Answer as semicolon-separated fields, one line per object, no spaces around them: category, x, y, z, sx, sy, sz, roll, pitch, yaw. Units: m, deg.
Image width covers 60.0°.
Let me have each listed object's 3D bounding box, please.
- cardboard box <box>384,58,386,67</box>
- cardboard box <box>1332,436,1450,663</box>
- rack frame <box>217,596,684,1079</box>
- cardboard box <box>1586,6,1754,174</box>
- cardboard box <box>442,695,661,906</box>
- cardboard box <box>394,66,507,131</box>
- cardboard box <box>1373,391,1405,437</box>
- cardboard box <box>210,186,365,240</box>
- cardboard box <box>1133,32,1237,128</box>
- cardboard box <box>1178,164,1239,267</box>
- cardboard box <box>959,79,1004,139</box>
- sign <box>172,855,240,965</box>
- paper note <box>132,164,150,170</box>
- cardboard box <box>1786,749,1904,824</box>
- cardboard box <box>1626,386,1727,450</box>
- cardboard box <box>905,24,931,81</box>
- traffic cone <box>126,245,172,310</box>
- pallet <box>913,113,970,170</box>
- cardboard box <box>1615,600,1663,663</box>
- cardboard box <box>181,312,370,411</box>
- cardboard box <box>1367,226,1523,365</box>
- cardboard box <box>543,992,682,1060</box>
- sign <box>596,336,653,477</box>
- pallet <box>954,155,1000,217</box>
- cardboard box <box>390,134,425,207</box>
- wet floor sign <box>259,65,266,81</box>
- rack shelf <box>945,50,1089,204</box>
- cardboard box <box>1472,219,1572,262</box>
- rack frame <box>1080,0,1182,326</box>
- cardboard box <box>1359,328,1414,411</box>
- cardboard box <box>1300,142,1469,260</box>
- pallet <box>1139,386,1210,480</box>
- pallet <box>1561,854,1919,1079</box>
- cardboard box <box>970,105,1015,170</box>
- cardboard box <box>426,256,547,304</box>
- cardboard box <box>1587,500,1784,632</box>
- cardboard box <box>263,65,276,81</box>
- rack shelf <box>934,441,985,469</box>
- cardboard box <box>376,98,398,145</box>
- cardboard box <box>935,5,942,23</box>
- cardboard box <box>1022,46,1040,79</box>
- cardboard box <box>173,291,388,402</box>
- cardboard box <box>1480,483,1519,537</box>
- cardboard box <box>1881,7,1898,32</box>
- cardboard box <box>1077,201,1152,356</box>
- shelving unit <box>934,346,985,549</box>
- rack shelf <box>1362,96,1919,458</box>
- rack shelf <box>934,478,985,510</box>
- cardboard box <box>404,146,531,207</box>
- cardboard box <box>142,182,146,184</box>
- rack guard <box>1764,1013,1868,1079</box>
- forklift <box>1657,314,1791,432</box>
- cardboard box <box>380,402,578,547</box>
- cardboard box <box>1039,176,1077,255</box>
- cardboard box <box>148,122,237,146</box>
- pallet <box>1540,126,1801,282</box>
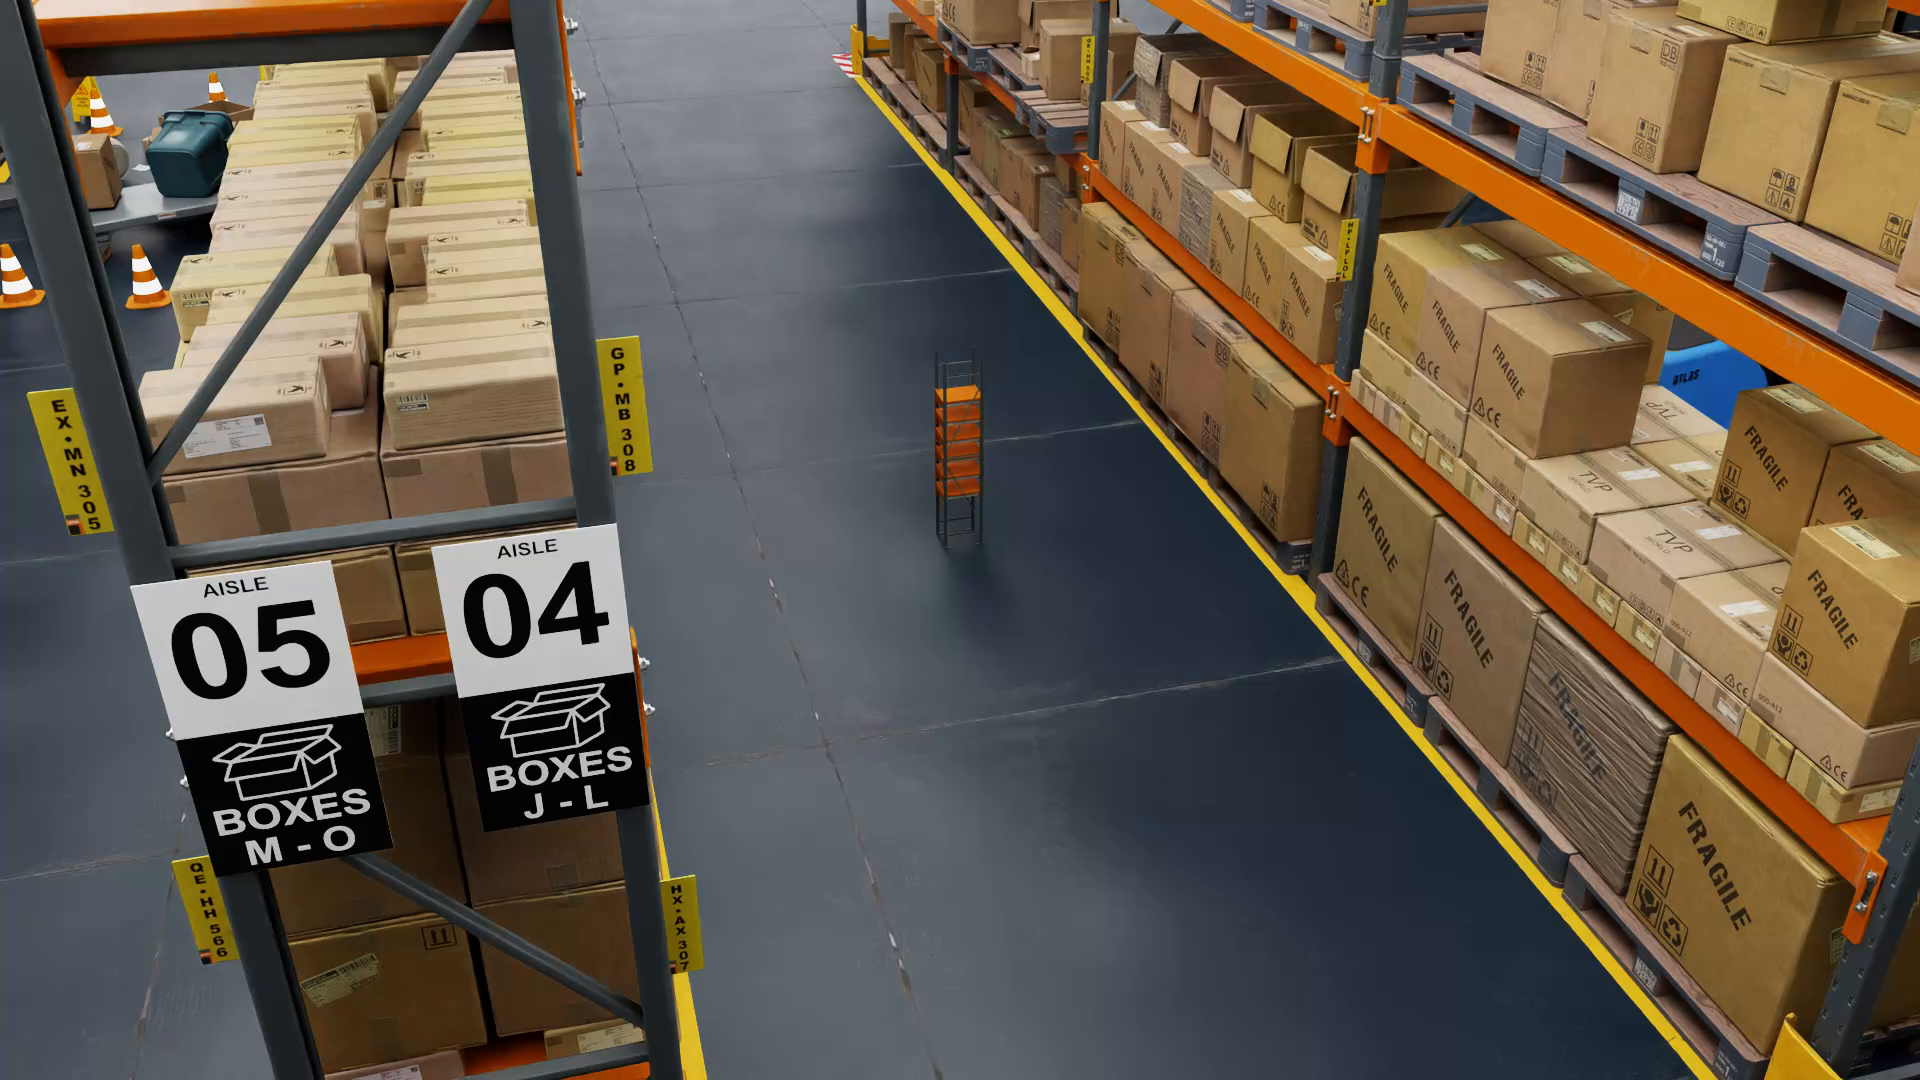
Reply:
cardboard box;-2.474;-1.920;6.563;0.380;0.149;0.250;-8;31;-14
cardboard box;2.589;-0.014;8.713;0.875;0.875;0.875;-8;31;-13
rack frame;-1.256;1.461;4.463;1.000;3.000;0.127;-8;31;-13
cardboard box;2.897;-1.746;6.391;0.700;0.500;0.500;-7;31;-11
cardboard box;-1.119;0.604;4.548;0.500;0.500;0.500;-8;31;-14
cardboard box;-1.830;-1.597;6.004;0.380;0.149;0.250;-7;31;-12
cardboard box;2.319;-0.659;8.376;0.380;0.149;0.250;-9;31;-15
cardboard box;-1.937;-0.905;4.809;0.380;0.149;0.250;-7;31;-12
cardboard box;1.608;-3.136;11.303;0.797;0.503;0.637;-7;31;-12
cardboard box;1.705;-2.048;10.426;0.500;0.500;0.500;-8;31;-13
cardboard box;0.300;-4.244;16.395;0.500;0.500;0.500;-9;31;-15
sign;-1.796;0.887;3.983;0.100;0.325;0.005;-8;31;-13
paper note;-7.998;-3.648;16.264;0.148;0.019;0.142;2;30;4
cardboard box;3.141;0.831;5.802;0.380;0.149;0.250;-7;31;-12
cardboard box;3.137;-0.471;7.653;0.500;0.250;0.500;-7;31;-12
cardboard box;-0.353;-5.389;18.374;0.500;0.500;0.500;0;30;0
traffic cone;-6.467;-2.110;13.164;0.336;0.463;0.334;-8;31;-13
pallet;0.155;-4.058;16.782;1.003;0.211;1.213;-8;31;-13
cardboard box;2.868;0.338;6.654;0.380;0.149;0.250;-9;31;-14
cardboard box;-1.619;-0.412;3.957;0.380;0.149;0.250;-7;31;-13
cardboard box;2.372;-1.205;8.172;0.500;0.500;0.500;-8;31;-13
cardboard box;-1.026;1.370;4.871;0.380;0.149;0.250;-8;31;-14
sign;-0.733;-0.288;3.617;0.100;0.325;0.005;-8;31;-13
pallet;0.576;-3.363;15.580;1.003;0.211;1.213;-8;31;-13
cardboard box;-1.680;-1.227;5.764;0.500;0.250;0.500;-7;31;-11
wet floor sign;-7.420;-4.998;17.973;0.267;0.644;0.232;-13;33;-22
rack shelf;0.899;-3.668;14.042;1.077;0.370;4.000;-8;31;-13
cardboard box;2.871;-1.283;8.308;0.500;0.500;0.500;-7;31;-12
rack frame;1.429;-3.013;12.193;1.000;3.000;0.127;-8;31;-13
cardboard box;2.363;-0.884;8.366;0.500;0.250;0.500;-8;31;-14
cardboard box;2.314;-1.866;9.110;0.797;0.503;0.637;-9;31;-15
pallet;1.886;-0.828;11.200;1.003;0.211;1.213;-8;31;-13
pallet;3.265;1.682;6.865;1.003;0.211;1.213;-8;31;-13
cardboard box;0.510;-3.755;15.529;0.700;0.500;0.500;-10;32;-17
cardboard box;-1.175;-0.614;4.306;0.380;0.149;0.250;-8;31;-13
cardboard box;2.899;0.097;6.672;0.500;0.250;0.500;-9;31;-15
cardboard box;-2.434;-1.784;6.328;0.380;0.149;0.250;-9;31;-15
rack shelf;-0.004;-0.488;9.715;0.258;0.103;0.180;-8;31;-13
cardboard box;-2.294;-1.415;6.087;0.500;0.250;0.500;-8;31;-13
cardboard box;-0.030;-5.023;15.916;0.380;0.149;0.250;-8;31;-13
cardboard box;0.726;-3.907;13.451;0.396;0.266;0.258;-9;31;-15
cardboard box;-1.761;-0.424;4.376;0.500;0.250;0.500;-9;31;-15
cardboard box;2.593;-0.160;7.514;0.380;0.149;0.250;-7;31;-13
cardboard box;10.098;-5.843;18.658;0.500;0.500;0.500;-8;31;-13
cardboard box;1.593;-1.940;12.039;1.225;0.875;0.875;-9;31;-16
shelving unit;-0.004;-0.526;9.693;0.258;1.200;0.189;-8;31;-13
rack shelf;3.022;-1.102;6.615;1.077;0.370;4.000;-8;31;-13
rack shelf;-0.004;-0.280;9.835;0.258;0.103;0.180;-8;31;-13
cardboard box;-1.506;-1.102;5.149;0.380;0.149;0.250;-7;31;-12
cardboard box;-7.334;-3.123;15.112;0.396;0.266;0.258;19;35;29
rack guard;3.559;1.944;6.124;1.175;0.500;0.348;-8;31;-13
forklift;5.181;-1.958;10.439;3.031;2.935;1.130;-15;33;-24
cardboard box;-1.125;-0.240;4.058;0.500;0.250;0.500;-7;31;-12
cardboard box;1.073;-2.709;13.723;0.700;0.500;0.500;-10;32;-17
cardboard box;-7.085;-3.576;15.521;0.797;0.637;0.503;-8;31;-13
pallet;3.018;-1.357;6.425;1.003;0.211;1.213;-8;31;-13
